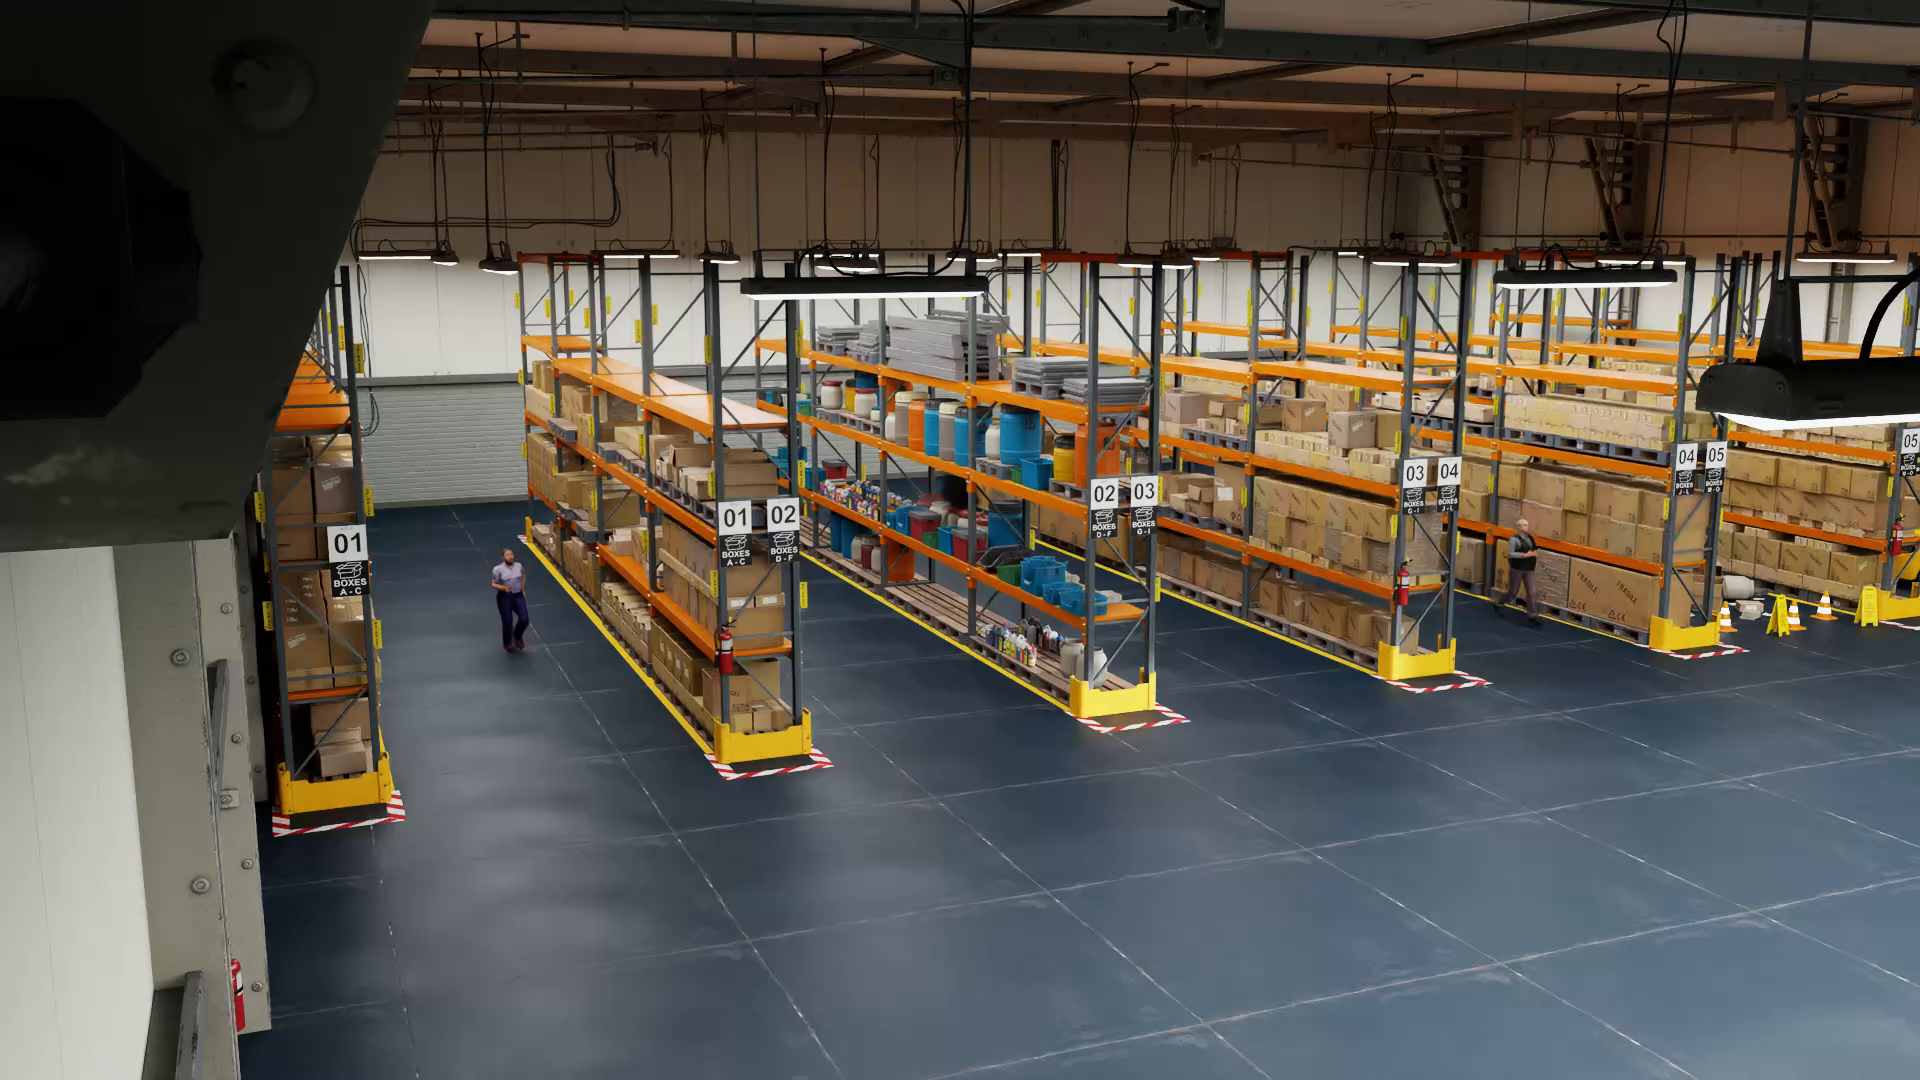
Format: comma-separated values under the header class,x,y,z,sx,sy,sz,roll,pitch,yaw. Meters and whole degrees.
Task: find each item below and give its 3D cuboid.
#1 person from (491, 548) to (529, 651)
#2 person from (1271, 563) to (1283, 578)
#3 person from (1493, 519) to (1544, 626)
class,x,y,z,sx,sy,sz,roll,pitch,yaw
person,-6.855,0.924,25.482,0.582,1.615,0.605,-7,12,-32
person,5.999,-0.081,30.857,0.555,1.634,0.591,-6,12,-28
person,9.259,0.505,27.379,0.657,1.707,0.945,-5,12,-26
